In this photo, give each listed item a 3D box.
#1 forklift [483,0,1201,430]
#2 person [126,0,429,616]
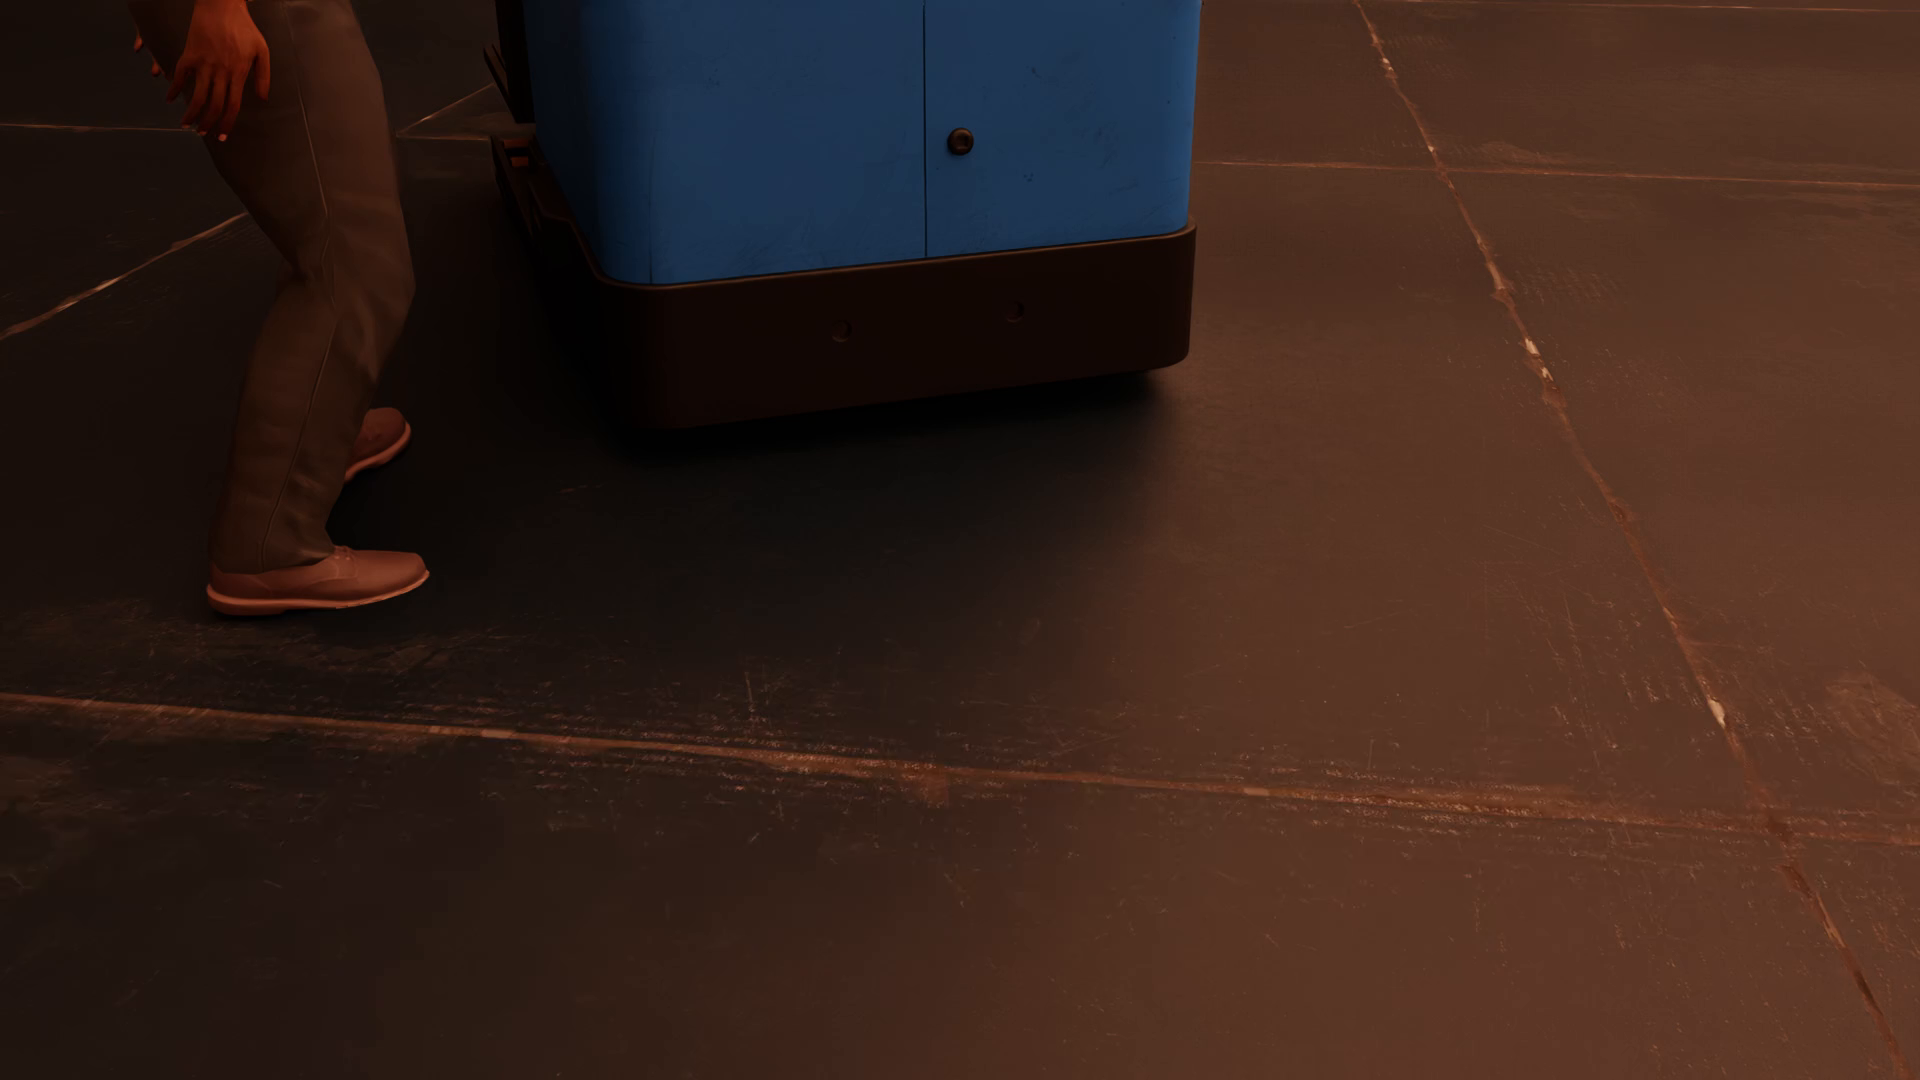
[{"bbox_3d":[-0.544,-2.127,3.481,1.130,2.935,3.031,-9,28,-17],"label":"forklift"},{"bbox_3d":[-0.918,-0.708,2.133,0.396,1.628,0.804,-12,29,-23],"label":"person"}]
